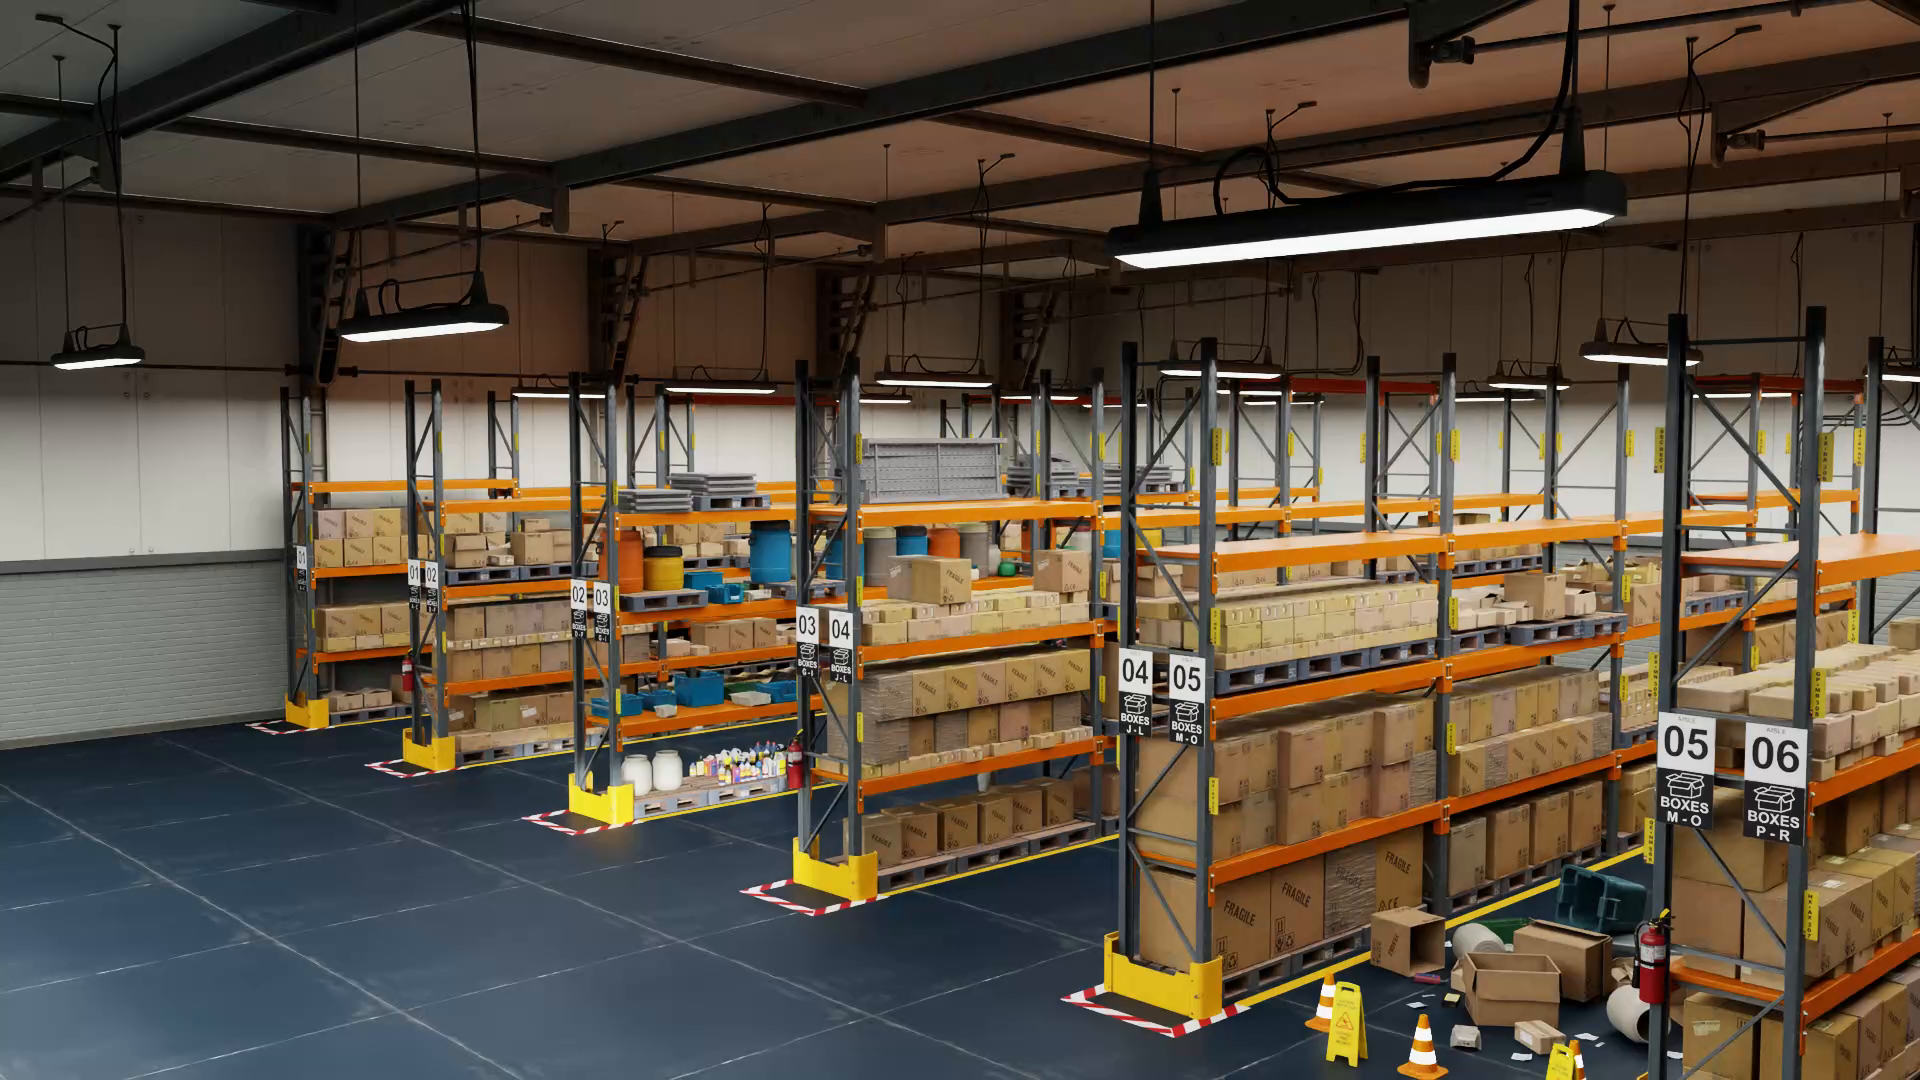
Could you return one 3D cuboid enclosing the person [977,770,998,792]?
[{"bbox_3d":[0.353,2.790,23.211,0.441,1.762,0.592,2,4,33],"label":"person"}]
